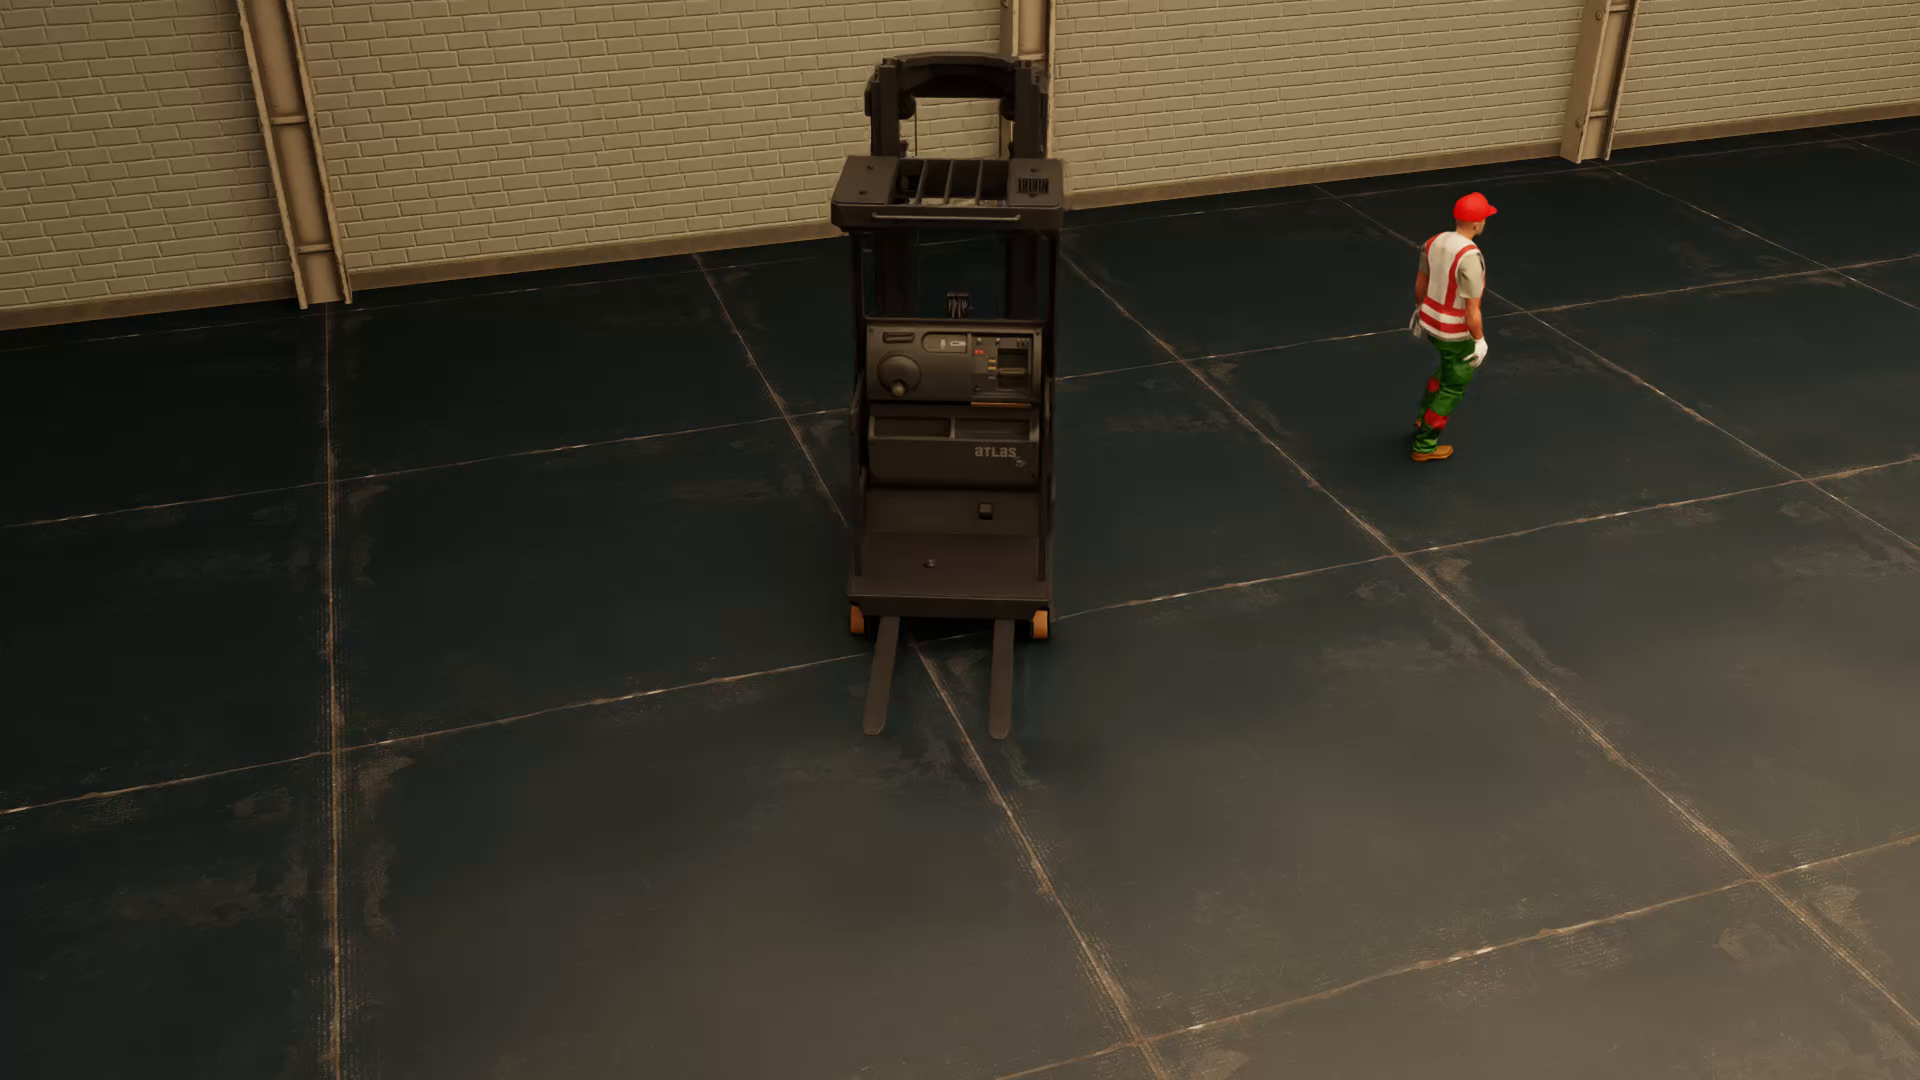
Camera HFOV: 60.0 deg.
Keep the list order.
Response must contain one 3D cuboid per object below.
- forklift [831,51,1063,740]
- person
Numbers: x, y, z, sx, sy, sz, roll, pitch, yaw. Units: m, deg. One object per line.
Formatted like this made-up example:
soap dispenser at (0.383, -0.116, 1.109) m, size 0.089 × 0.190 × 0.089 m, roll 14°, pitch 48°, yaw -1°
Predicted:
forklift at (-0.041, -0.892, 8.637) m, size 1.130 × 2.935 × 3.031 m, roll 1°, pitch 30°, yaw 3°
person at (3.172, -1.348, 10.634) m, size 0.486 × 1.801 × 0.658 m, roll -10°, pitch 31°, yaw -17°
